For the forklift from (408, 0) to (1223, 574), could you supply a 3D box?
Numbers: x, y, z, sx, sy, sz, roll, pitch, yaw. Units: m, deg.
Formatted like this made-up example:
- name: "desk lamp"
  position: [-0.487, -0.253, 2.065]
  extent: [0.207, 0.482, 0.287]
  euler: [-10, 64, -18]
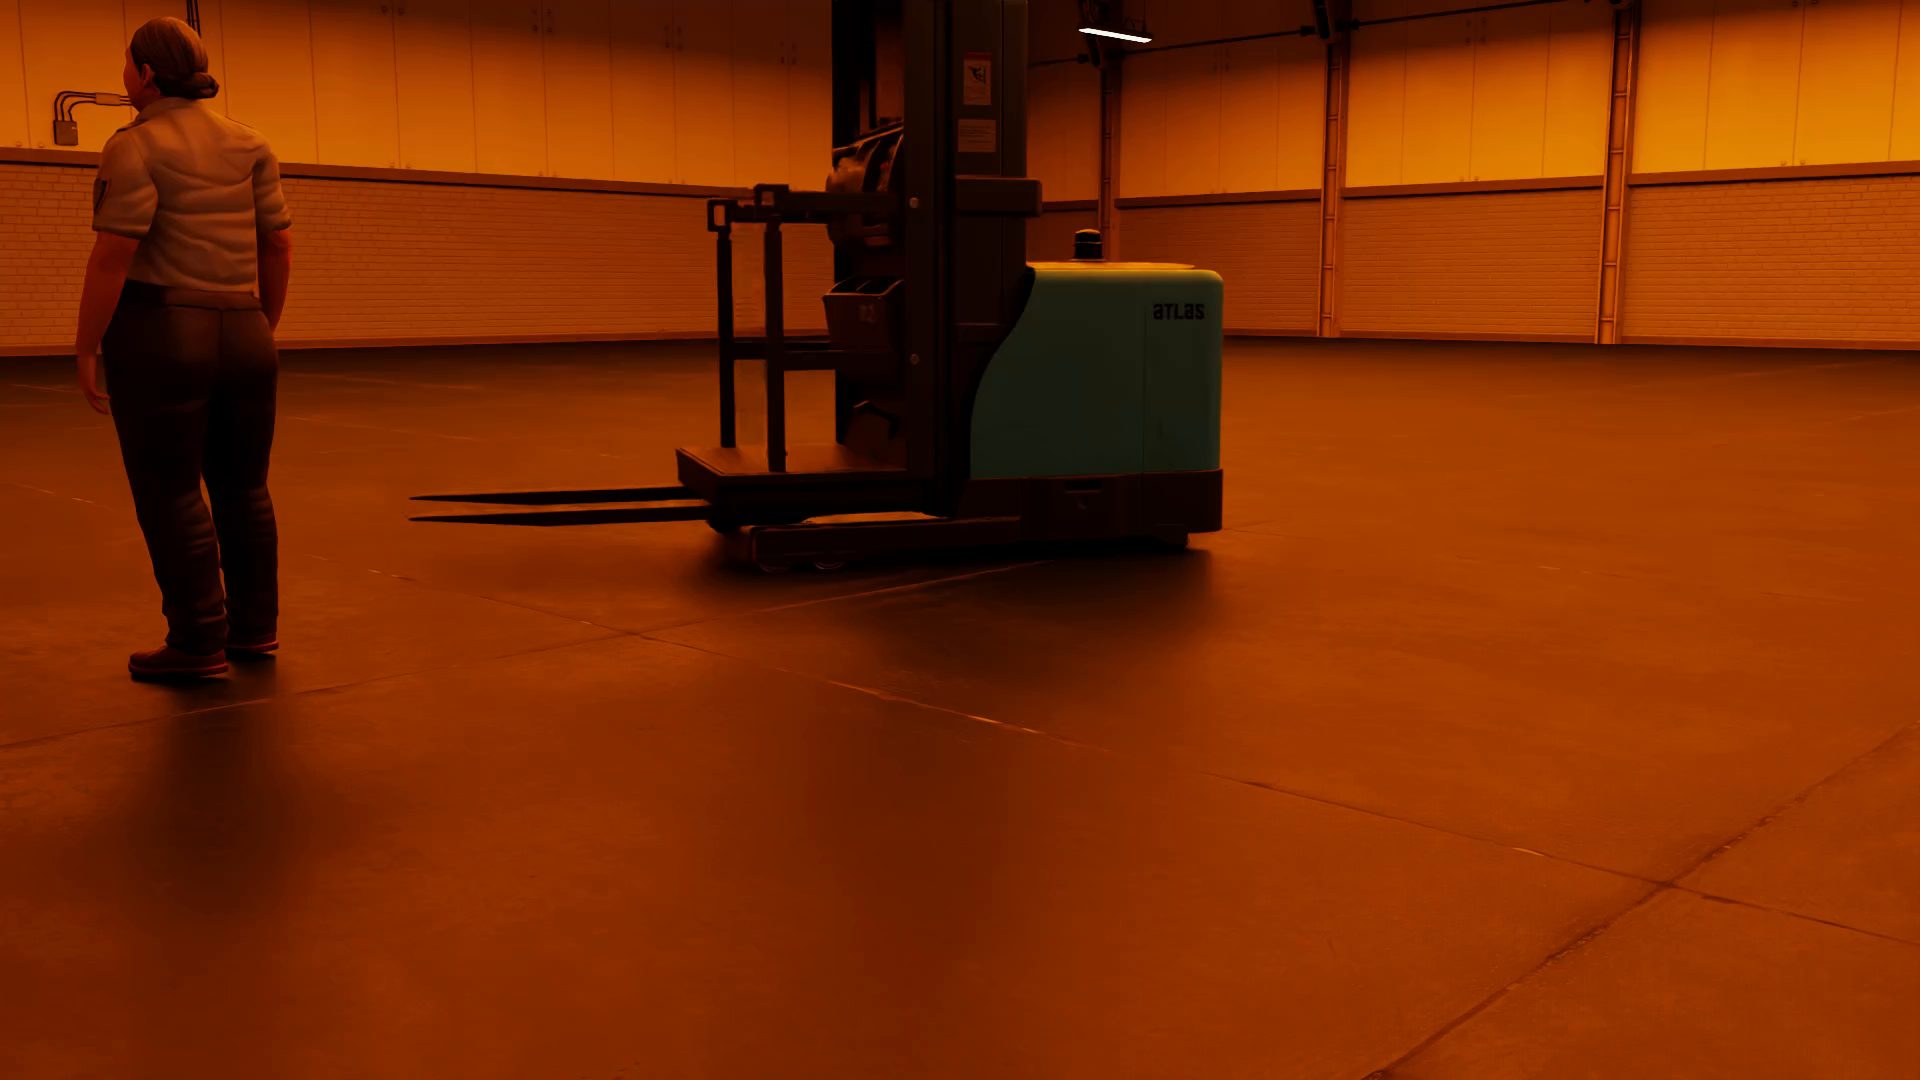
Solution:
- name: "forklift"
  position: [-0.551, -1.418, 6.289]
  extent: [3.031, 2.935, 1.130]
  euler: [-3, 9, -18]

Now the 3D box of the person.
- name: "person"
  position: [-2.026, -0.473, 4.281]
  extent: [0.504, 1.650, 0.596]
  euler: [5, 10, 29]
